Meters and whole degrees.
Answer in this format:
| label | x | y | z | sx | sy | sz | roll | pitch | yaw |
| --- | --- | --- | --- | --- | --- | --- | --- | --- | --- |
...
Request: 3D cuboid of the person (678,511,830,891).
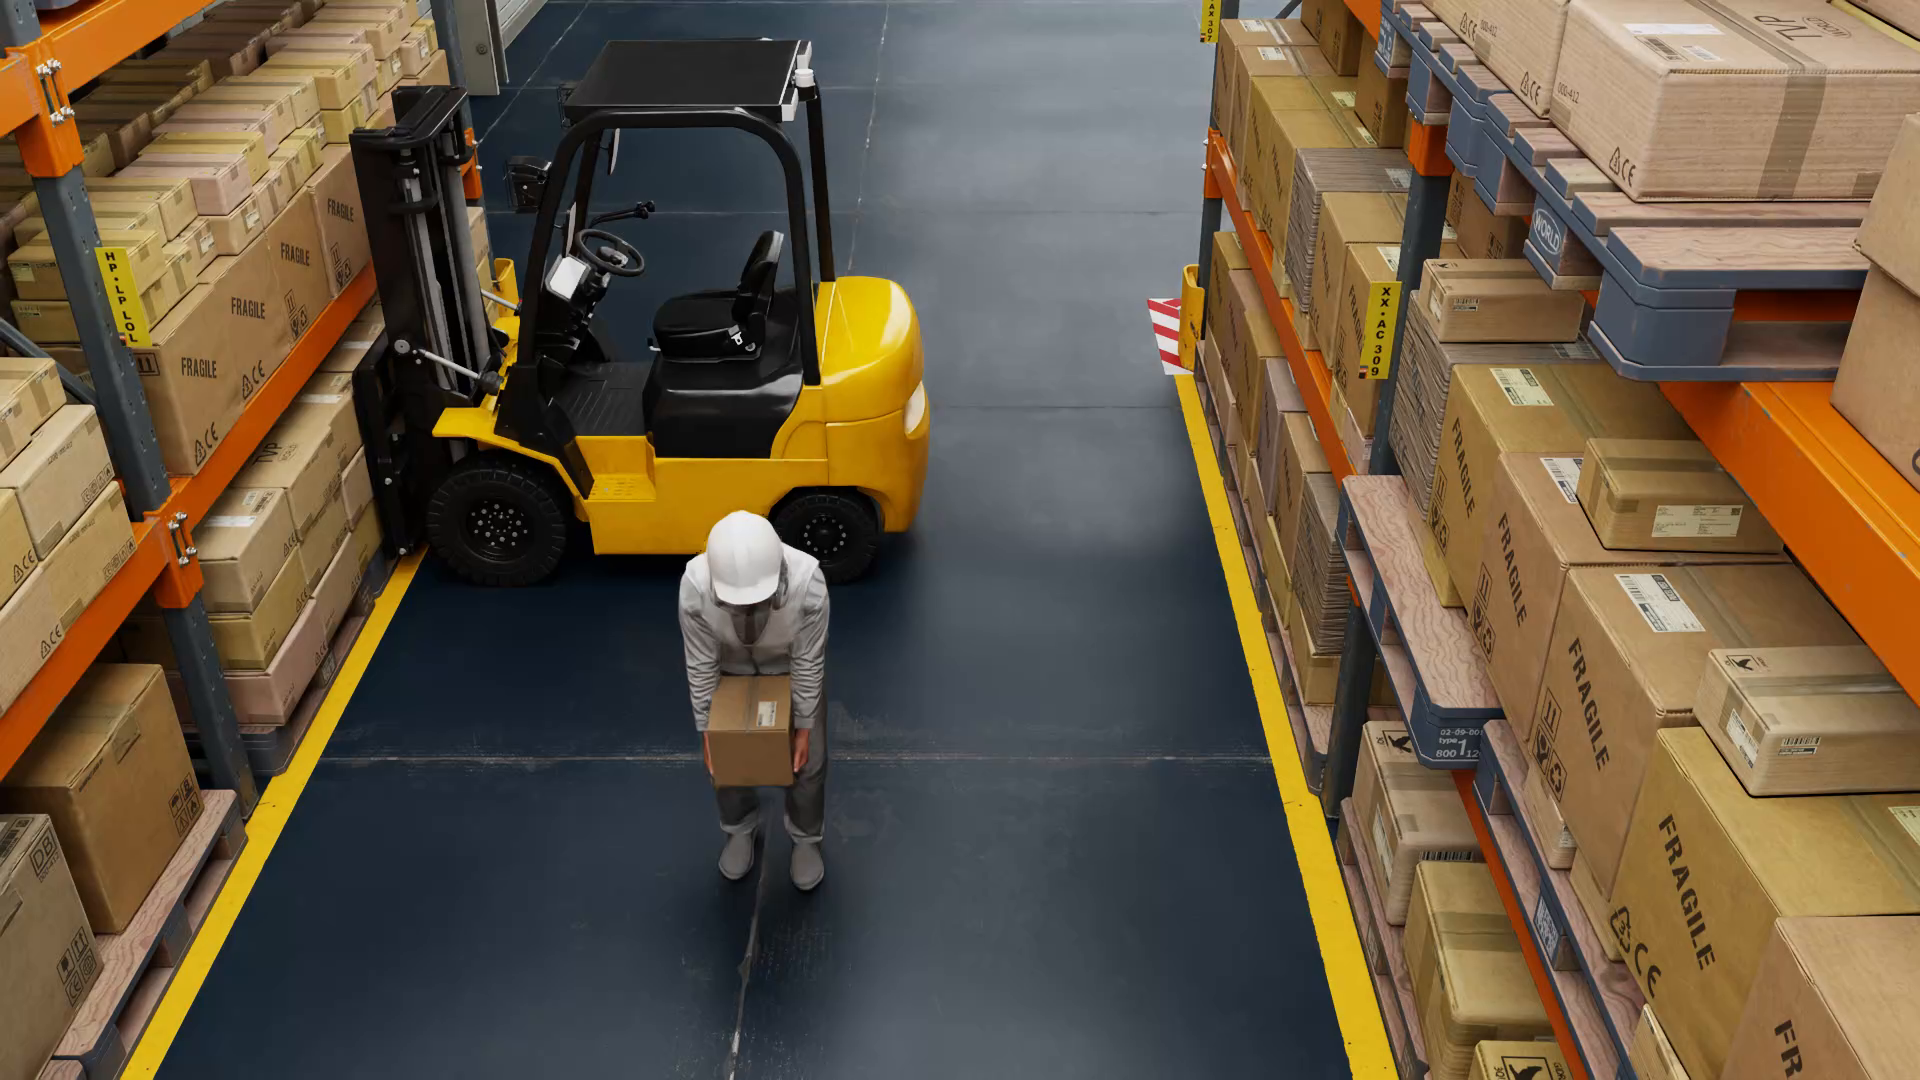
| label | x | y | z | sx | sy | sz | roll | pitch | yaw |
| --- | --- | --- | --- | --- | --- | --- | --- | --- | --- |
| person | -0.644 | 0.503 | 5.428 | 0.475 | 1.627 | 0.758 | -1 | 31 | -1 |
